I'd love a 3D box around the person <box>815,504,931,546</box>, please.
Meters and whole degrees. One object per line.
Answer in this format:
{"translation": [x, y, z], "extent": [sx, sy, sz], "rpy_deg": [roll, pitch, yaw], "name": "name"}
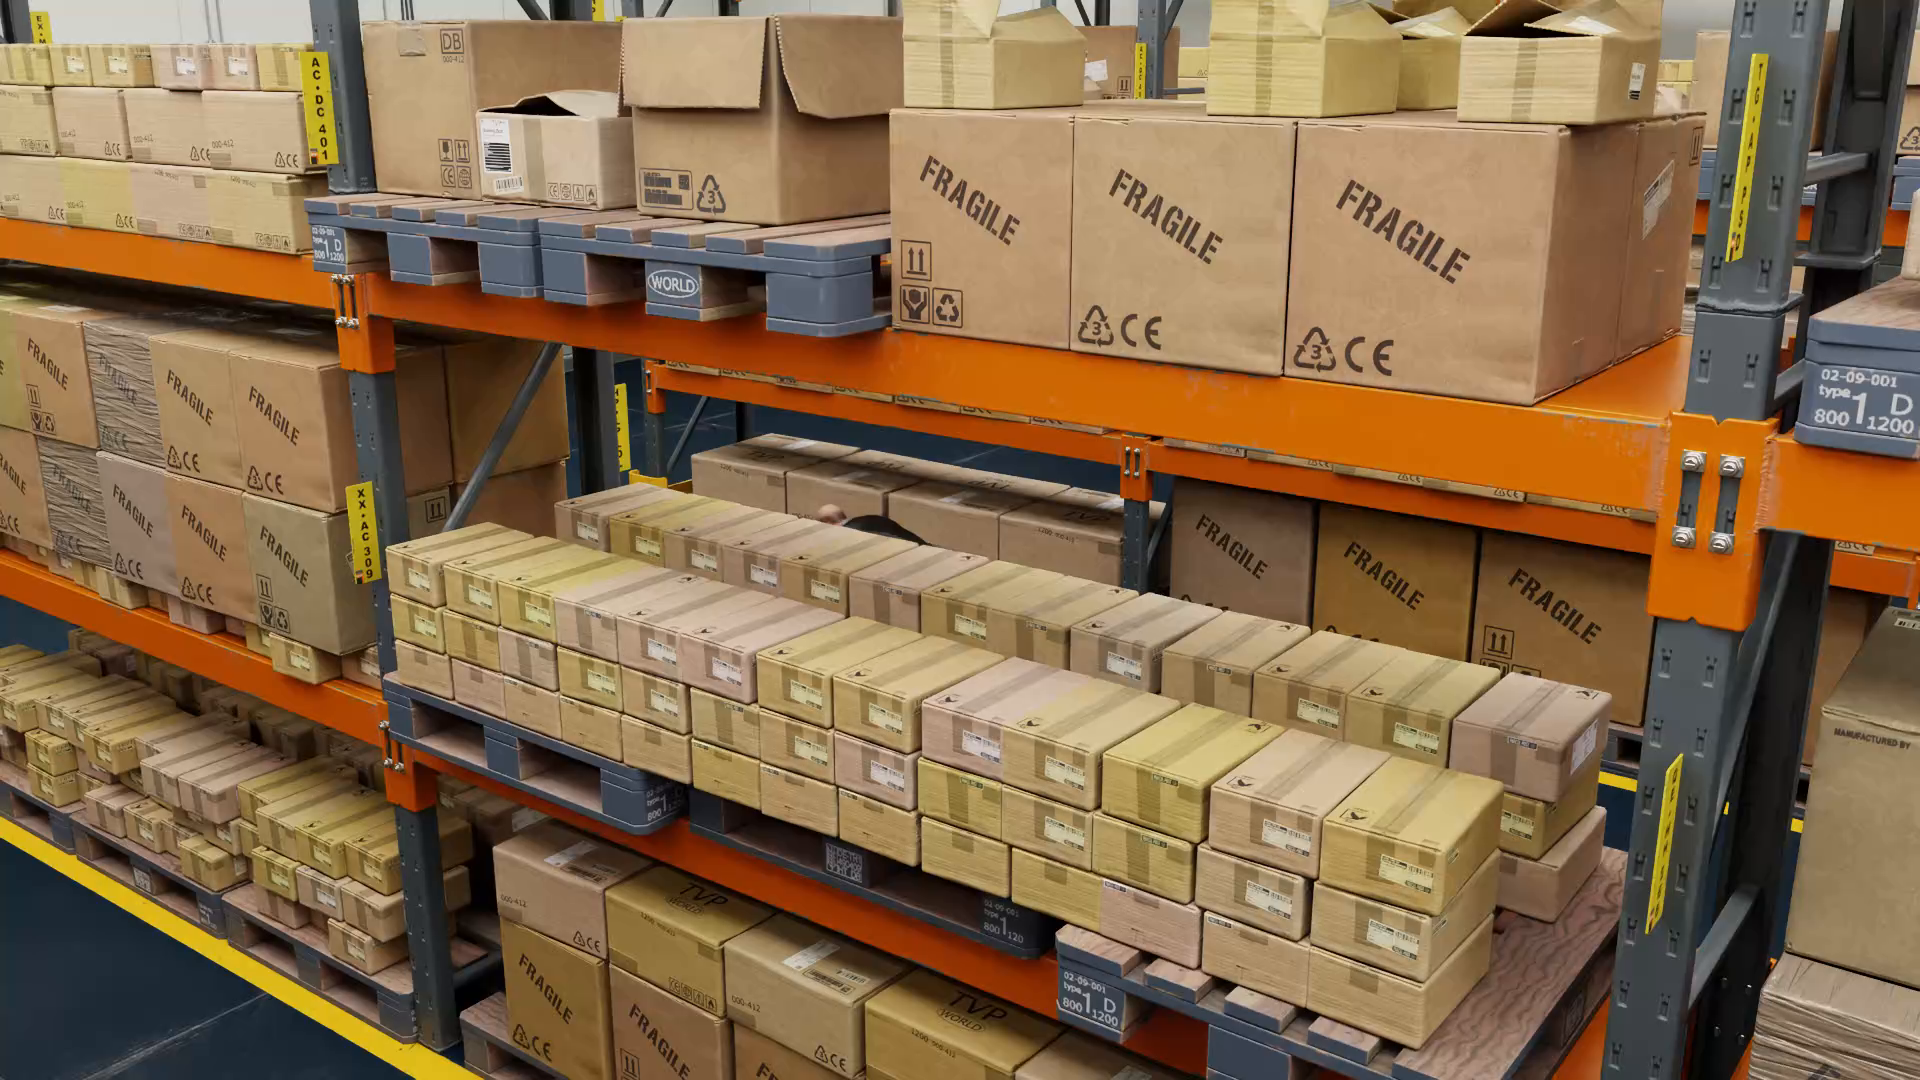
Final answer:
{"translation": [-0.462, 0.263, 9.709], "extent": [0.871, 0.869, 0.538], "rpy_deg": [12, 20, 35], "name": "person"}
